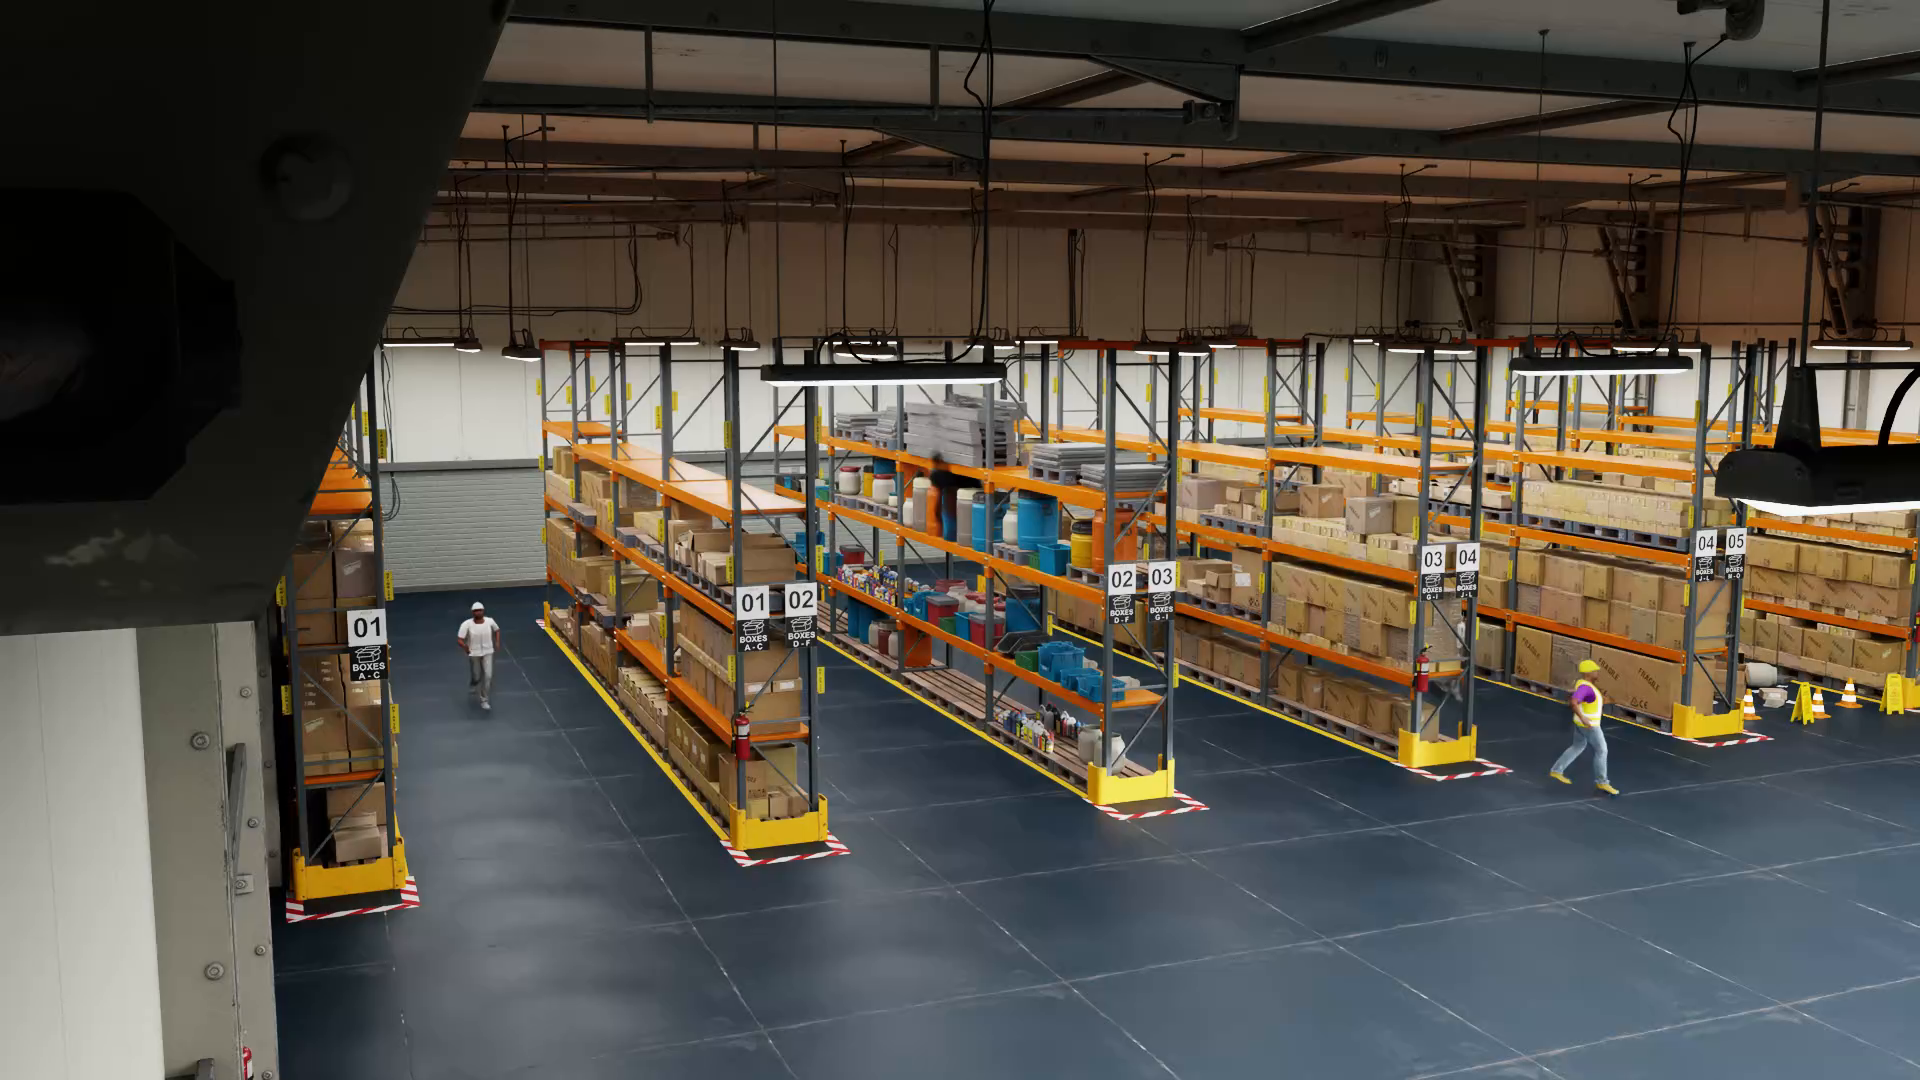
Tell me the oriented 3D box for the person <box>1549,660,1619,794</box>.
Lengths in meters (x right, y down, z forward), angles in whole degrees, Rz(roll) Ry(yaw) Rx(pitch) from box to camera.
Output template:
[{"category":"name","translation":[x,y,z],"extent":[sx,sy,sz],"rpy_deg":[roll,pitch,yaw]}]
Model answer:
[{"category":"person","translation":[8.488,2.518,22.527],"extent":[0.885,1.805,0.685],"rpy_deg":[1,7,8]}]

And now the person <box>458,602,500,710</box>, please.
[{"category":"person","translation":[-7.965,1.897,27.638],"extent":[0.712,1.745,0.870],"rpy_deg":[-4,8,-26]}]

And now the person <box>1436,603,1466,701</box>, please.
[{"category":"person","translation":[8.371,1.841,28.269],"extent":[0.582,1.727,0.767],"rpy_deg":[-5,9,-33]}]
